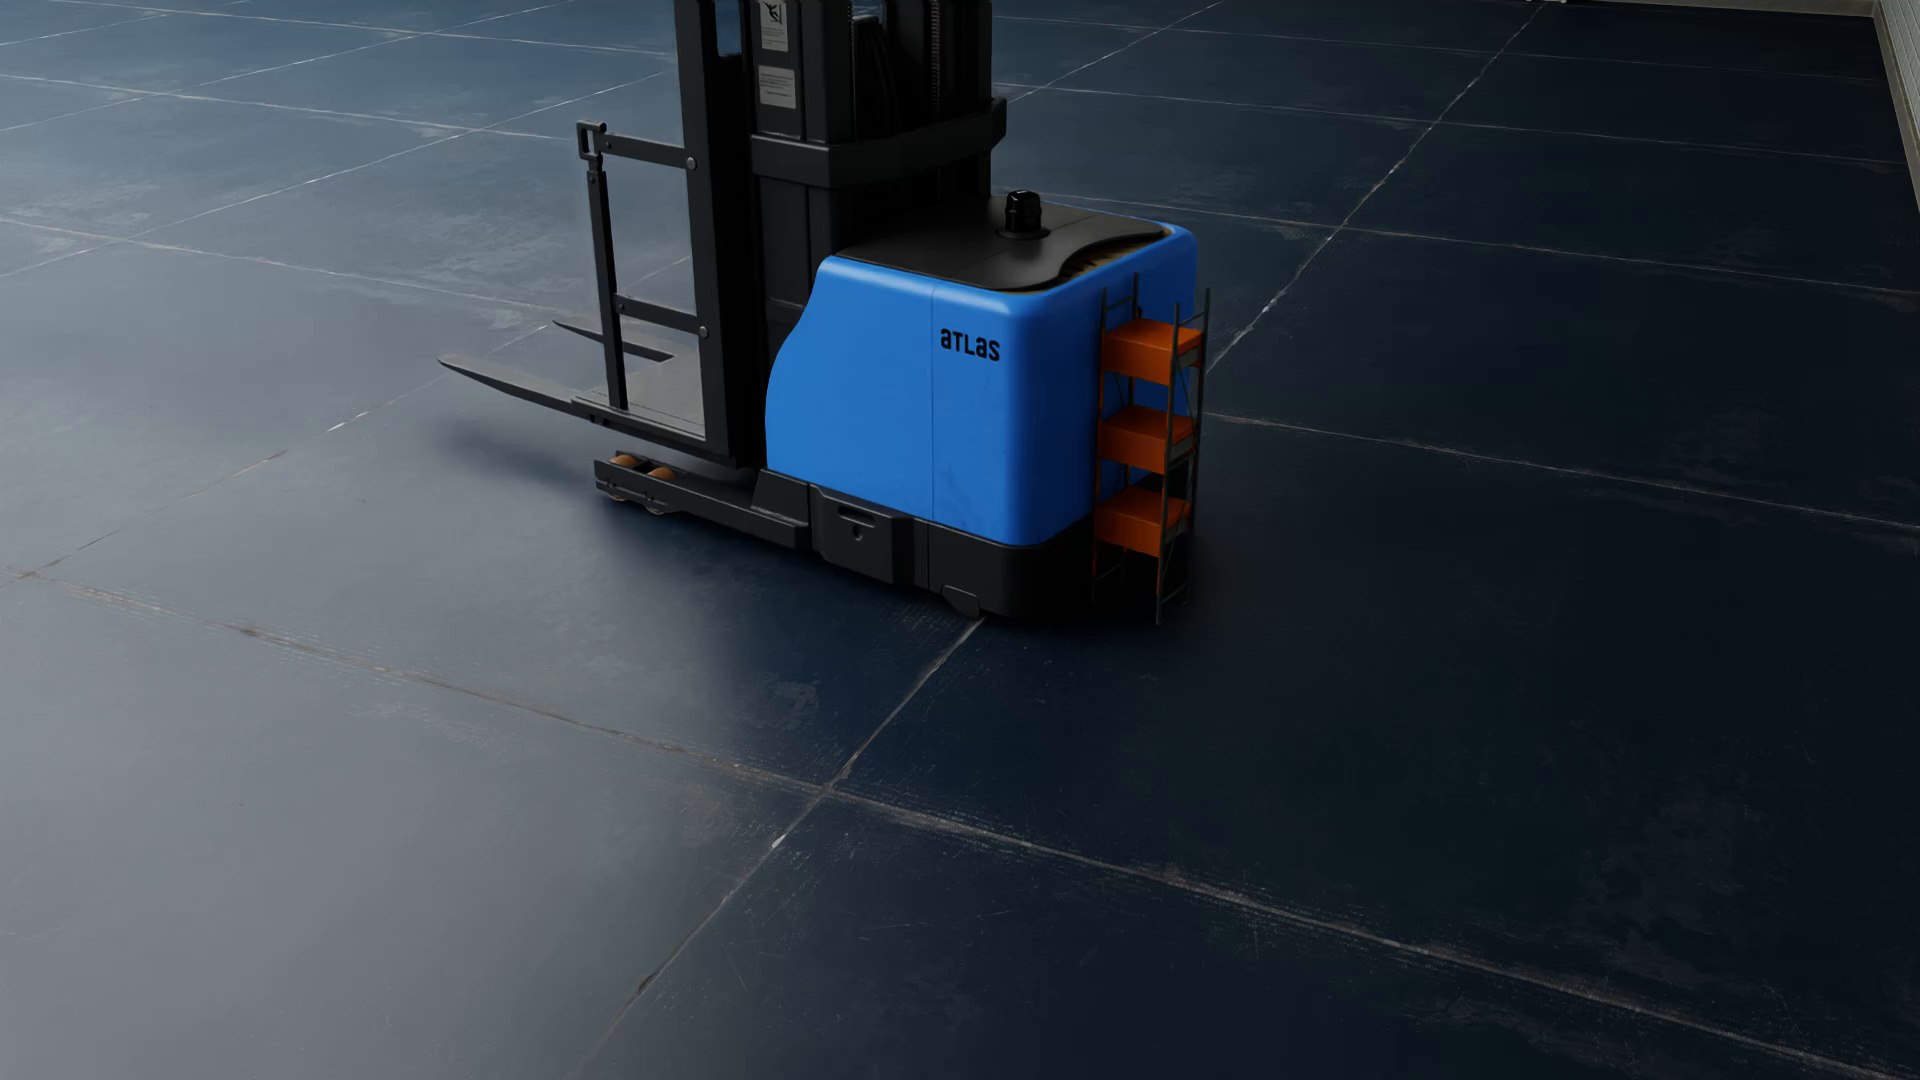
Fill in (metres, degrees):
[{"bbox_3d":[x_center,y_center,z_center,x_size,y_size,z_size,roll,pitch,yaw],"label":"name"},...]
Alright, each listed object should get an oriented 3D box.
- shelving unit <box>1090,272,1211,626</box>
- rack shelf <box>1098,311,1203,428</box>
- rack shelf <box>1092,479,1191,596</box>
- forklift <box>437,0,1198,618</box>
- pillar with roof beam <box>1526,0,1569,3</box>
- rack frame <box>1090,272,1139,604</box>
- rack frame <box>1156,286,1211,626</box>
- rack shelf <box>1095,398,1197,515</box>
[{"bbox_3d":[0.576,-0.270,5.109,0.252,1.050,0.215,18,31,32],"label":"shelving unit"},{"bbox_3d":[0.576,-0.515,4.988,0.240,0.259,0.215,18,31,32],"label":"rack shelf"},{"bbox_3d":[0.576,-0.011,5.236,0.240,0.259,0.215,18,31,32],"label":"rack shelf"},{"bbox_3d":[-0.704,-1.573,5.627,3.031,2.935,1.130,18,31,32],"label":"forklift"},{"bbox_3d":[4.200,-7.803,11.412,0.400,9.000,9.100,11,28,22],"label":"pillar with roof beam"},{"bbox_3d":[0.478,-0.301,5.173,0.008,1.050,0.200,18,31,32],"label":"rack frame"},{"bbox_3d":[0.675,-0.238,5.044,0.008,1.050,0.200,18,31,32],"label":"rack frame"},{"bbox_3d":[0.576,-0.260,5.114,0.240,0.259,0.215,18,31,32],"label":"rack shelf"}]
